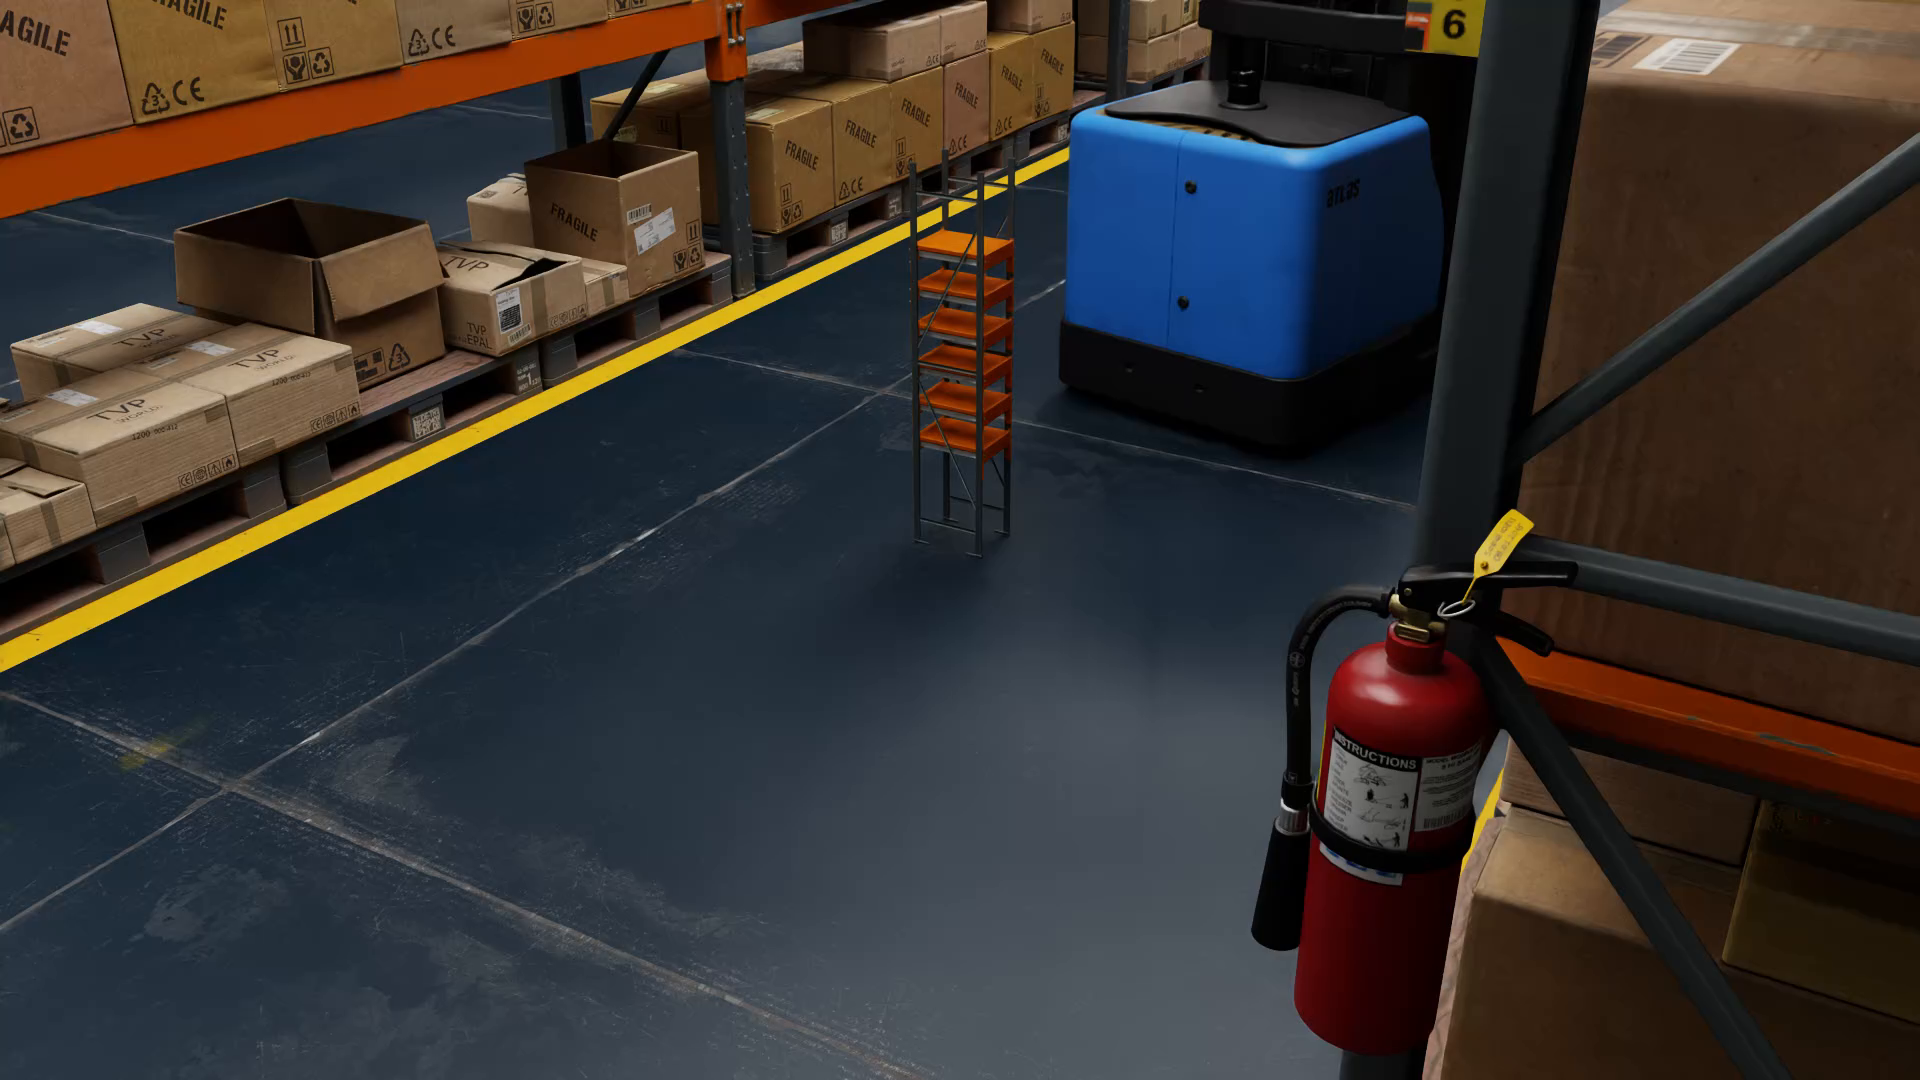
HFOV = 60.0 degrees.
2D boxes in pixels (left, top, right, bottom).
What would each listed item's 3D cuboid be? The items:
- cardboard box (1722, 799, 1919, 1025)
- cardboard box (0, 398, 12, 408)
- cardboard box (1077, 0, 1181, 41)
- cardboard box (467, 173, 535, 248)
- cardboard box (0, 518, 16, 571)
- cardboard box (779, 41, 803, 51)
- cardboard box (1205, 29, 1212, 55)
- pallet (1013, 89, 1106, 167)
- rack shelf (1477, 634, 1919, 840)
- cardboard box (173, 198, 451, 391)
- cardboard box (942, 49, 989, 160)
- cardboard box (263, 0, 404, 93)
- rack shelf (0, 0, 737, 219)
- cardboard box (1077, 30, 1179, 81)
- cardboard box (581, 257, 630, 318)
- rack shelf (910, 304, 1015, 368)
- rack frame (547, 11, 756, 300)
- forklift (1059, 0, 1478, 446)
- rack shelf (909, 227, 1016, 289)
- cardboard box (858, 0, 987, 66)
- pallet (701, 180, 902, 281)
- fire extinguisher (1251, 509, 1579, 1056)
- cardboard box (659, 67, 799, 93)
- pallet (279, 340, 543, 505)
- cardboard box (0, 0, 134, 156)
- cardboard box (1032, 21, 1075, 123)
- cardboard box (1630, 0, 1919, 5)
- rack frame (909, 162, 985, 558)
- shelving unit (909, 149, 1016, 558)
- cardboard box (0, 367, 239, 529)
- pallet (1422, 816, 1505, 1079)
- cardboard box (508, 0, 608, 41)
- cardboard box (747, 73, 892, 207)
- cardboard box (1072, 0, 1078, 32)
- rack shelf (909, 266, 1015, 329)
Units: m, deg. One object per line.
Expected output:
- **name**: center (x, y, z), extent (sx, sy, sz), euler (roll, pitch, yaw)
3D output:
- **cardboard box**: center (1.335, 0.547, 2.405), extent (0.380, 0.149, 0.250), euler (14, 30, 26)
- **cardboard box**: center (-3.019, -0.314, 5.200), extent (0.380, 0.166, 0.250), euler (14, 30, 26)
- **cardboard box**: center (1.100, -3.446, 10.760), extent (0.500, 0.311, 0.500), euler (15, 30, 28)
- **cardboard box**: center (-1.776, -1.417, 7.243), extent (0.500, 0.311, 0.500), euler (14, 30, 26)
- **cardboard box**: center (-2.844, 0.010, 4.571), extent (0.380, 0.149, 0.250), euler (14, 30, 26)
- **cardboard box**: center (-0.642, -2.458, 9.111), extent (0.500, 0.500, 0.500), euler (13, 29, 24)
- **cardboard box**: center (1.597, -3.596, 11.684), extent (0.500, 0.250, 0.500), euler (13, 30, 25)
- **pallet**: center (0.186, -2.568, 10.145), extent (1.003, 0.211, 1.213), euler (14, 30, 26)
- **rack shelf**: center (1.949, -0.348, 3.399), extent (1.077, 0.370, 4.000), euler (14, 30, 26)
- **cardboard box**: center (-2.301, -0.886, 5.966), extent (0.797, 0.503, 0.637), euler (14, 30, 26)
- **cardboard box**: center (-0.177, -2.353, 8.901), extent (0.500, 0.500, 0.500), euler (13, 29, 24)
- **cardboard box**: center (-2.155, -1.731, 5.246), extent (0.500, 0.500, 0.500), euler (15, 30, 27)
- **rack shelf**: center (-2.365, -1.438, 5.575), extent (1.077, 0.370, 4.000), euler (14, 30, 26)
- **cardboard box**: center (1.100, -3.196, 10.885), extent (0.500, 0.250, 0.500), euler (14, 30, 26)
- **cardboard box**: center (-1.547, -1.017, 6.624), extent (0.380, 0.149, 0.250), euler (14, 30, 26)
- **rack shelf**: center (0.007, -0.610, 4.959), extent (0.258, 0.103, 0.180), euler (14, 30, 26)
- **rack frame**: center (-1.381, -2.539, 6.971), extent (1.000, 3.000, 0.127), euler (14, 30, 26)
- **forklift**: center (1.721, -2.216, 6.403), extent (1.130, 2.935, 3.031), euler (21, 34, 36)
- **rack shelf**: center (0.007, -0.824, 4.851), extent (0.258, 0.103, 0.180), euler (14, 30, 26)
- **cardboard box**: center (-0.193, -2.673, 8.703), extent (0.500, 0.250, 0.500), euler (14, 30, 25)
- **pallet**: center (-1.014, -1.617, 8.245), extent (1.003, 0.211, 1.213), euler (14, 30, 26)
- **fire extinguisher**: center (0.489, 0.268, 1.867), extent (0.296, 0.674, 0.183), euler (14, 30, 26)
- **cardboard box**: center (-1.138, -2.064, 8.324), extent (0.500, 0.500, 0.500), euler (14, 30, 26)
- **pallet**: center (-2.319, -0.547, 6.108), extent (1.003, 0.211, 1.213), euler (14, 30, 26)
- **cardboard box**: center (-2.652, -1.342, 4.468), extent (0.500, 0.500, 0.500), euler (14, 30, 26)
- **cardboard box**: center (0.331, -2.761, 9.715), extent (0.500, 0.500, 0.500), euler (15, 30, 28)
- **cardboard box**: center (1.556, -0.512, 2.586), extent (0.980, 0.700, 0.700), euler (14, 30, 26)
- **rack frame**: center (-0.038, -0.507, 4.921), extent (0.240, 1.200, 0.006), euler (14, 30, 26)
- **shelving unit**: center (0.007, -0.542, 4.993), extent (0.258, 1.200, 0.189), euler (14, 30, 26)
- **cardboard box**: center (-2.589, -0.292, 5.062), extent (0.500, 0.250, 0.500), euler (14, 30, 26)
- **pallet**: center (1.291, 1.027, 2.962), extent (1.003, 0.211, 1.213), euler (14, 30, 26)
- **cardboard box**: center (-1.656, -2.131, 6.045), extent (0.500, 0.500, 0.500), euler (15, 30, 28)
- **cardboard box**: center (-0.679, -1.963, 8.122), extent (0.500, 0.500, 0.500), euler (15, 30, 27)
- **cardboard box**: center (0.630, -3.565, 10.997), extent (0.500, 0.311, 0.500), euler (15, 30, 27)
- **rack shelf**: center (0.007, -0.717, 4.905), extent (0.258, 0.103, 0.180), euler (14, 30, 26)
